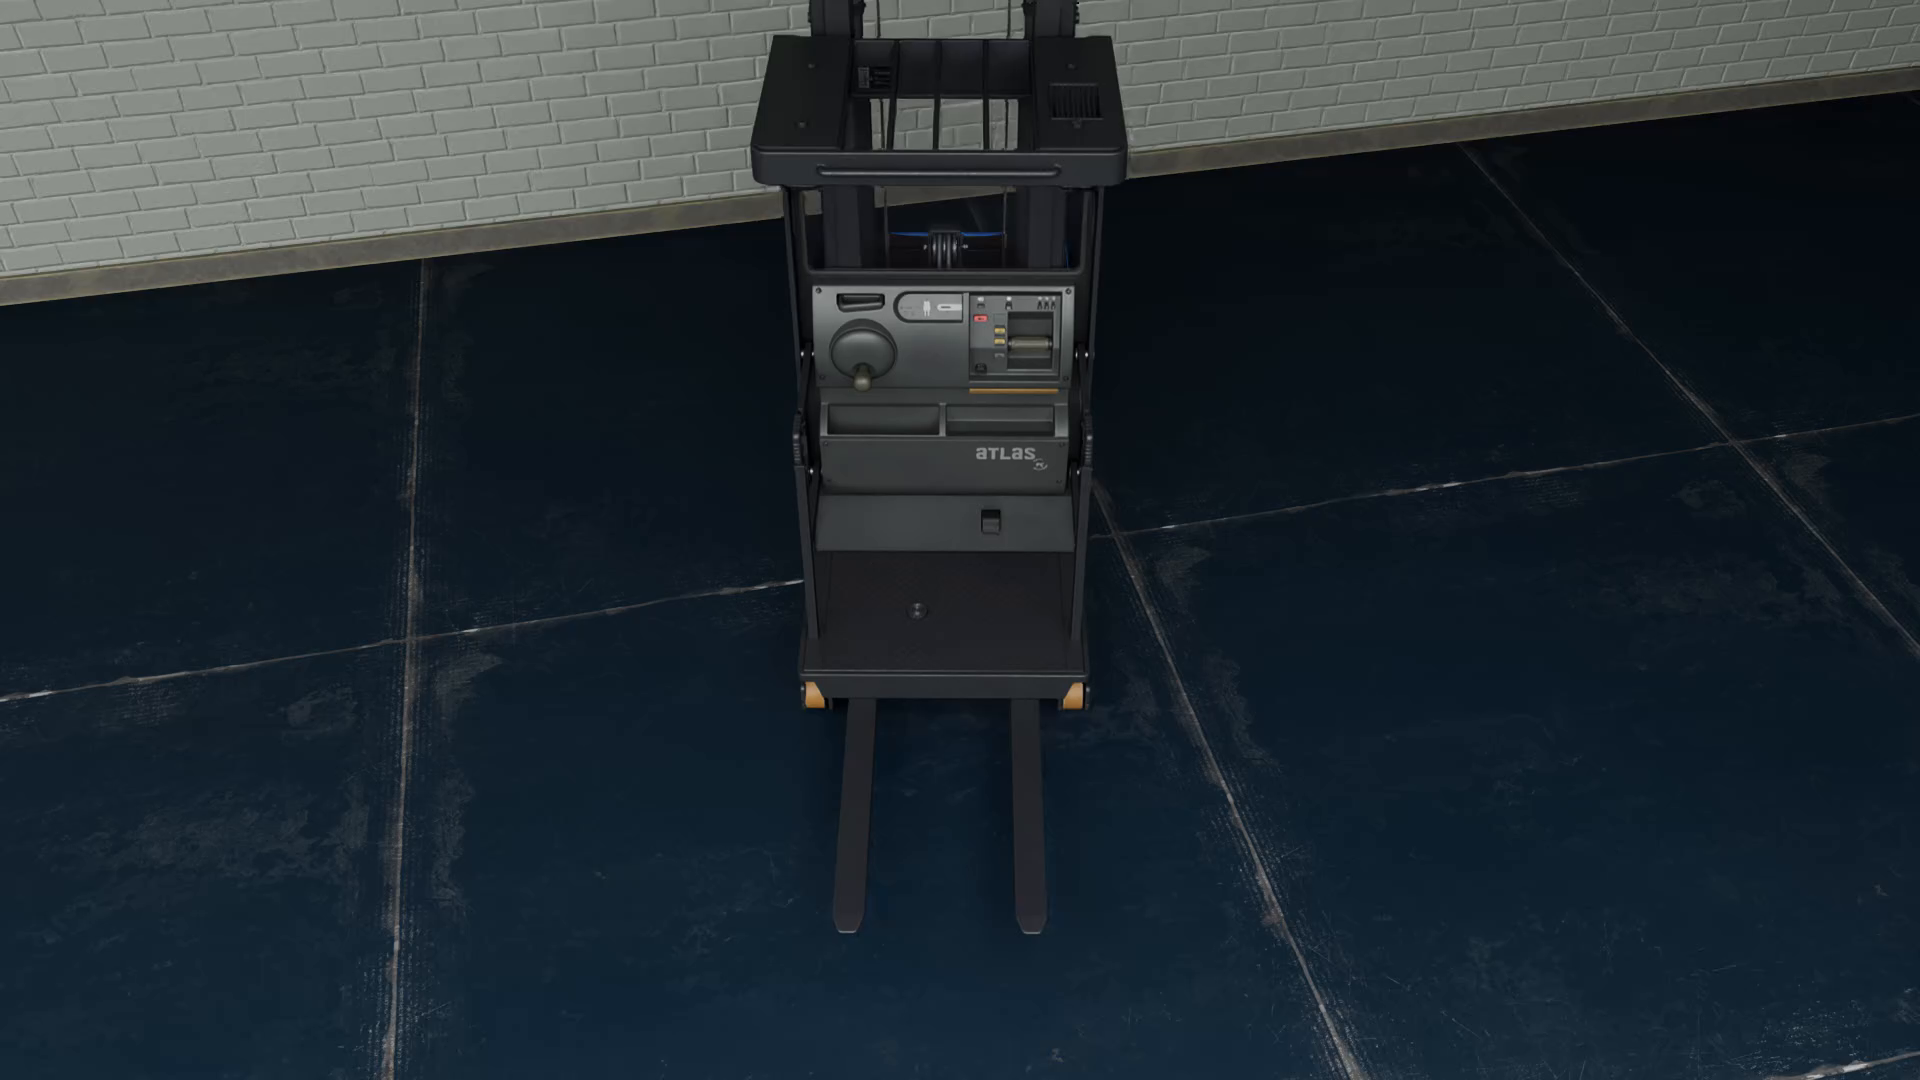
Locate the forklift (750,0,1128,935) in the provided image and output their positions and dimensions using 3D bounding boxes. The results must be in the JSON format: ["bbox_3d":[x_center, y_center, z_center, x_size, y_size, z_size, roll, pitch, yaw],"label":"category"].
[{"bbox_3d":[-0.058,-0.644,5.768,1.130,2.935,3.031,0,42,0],"label":"forklift"}]
